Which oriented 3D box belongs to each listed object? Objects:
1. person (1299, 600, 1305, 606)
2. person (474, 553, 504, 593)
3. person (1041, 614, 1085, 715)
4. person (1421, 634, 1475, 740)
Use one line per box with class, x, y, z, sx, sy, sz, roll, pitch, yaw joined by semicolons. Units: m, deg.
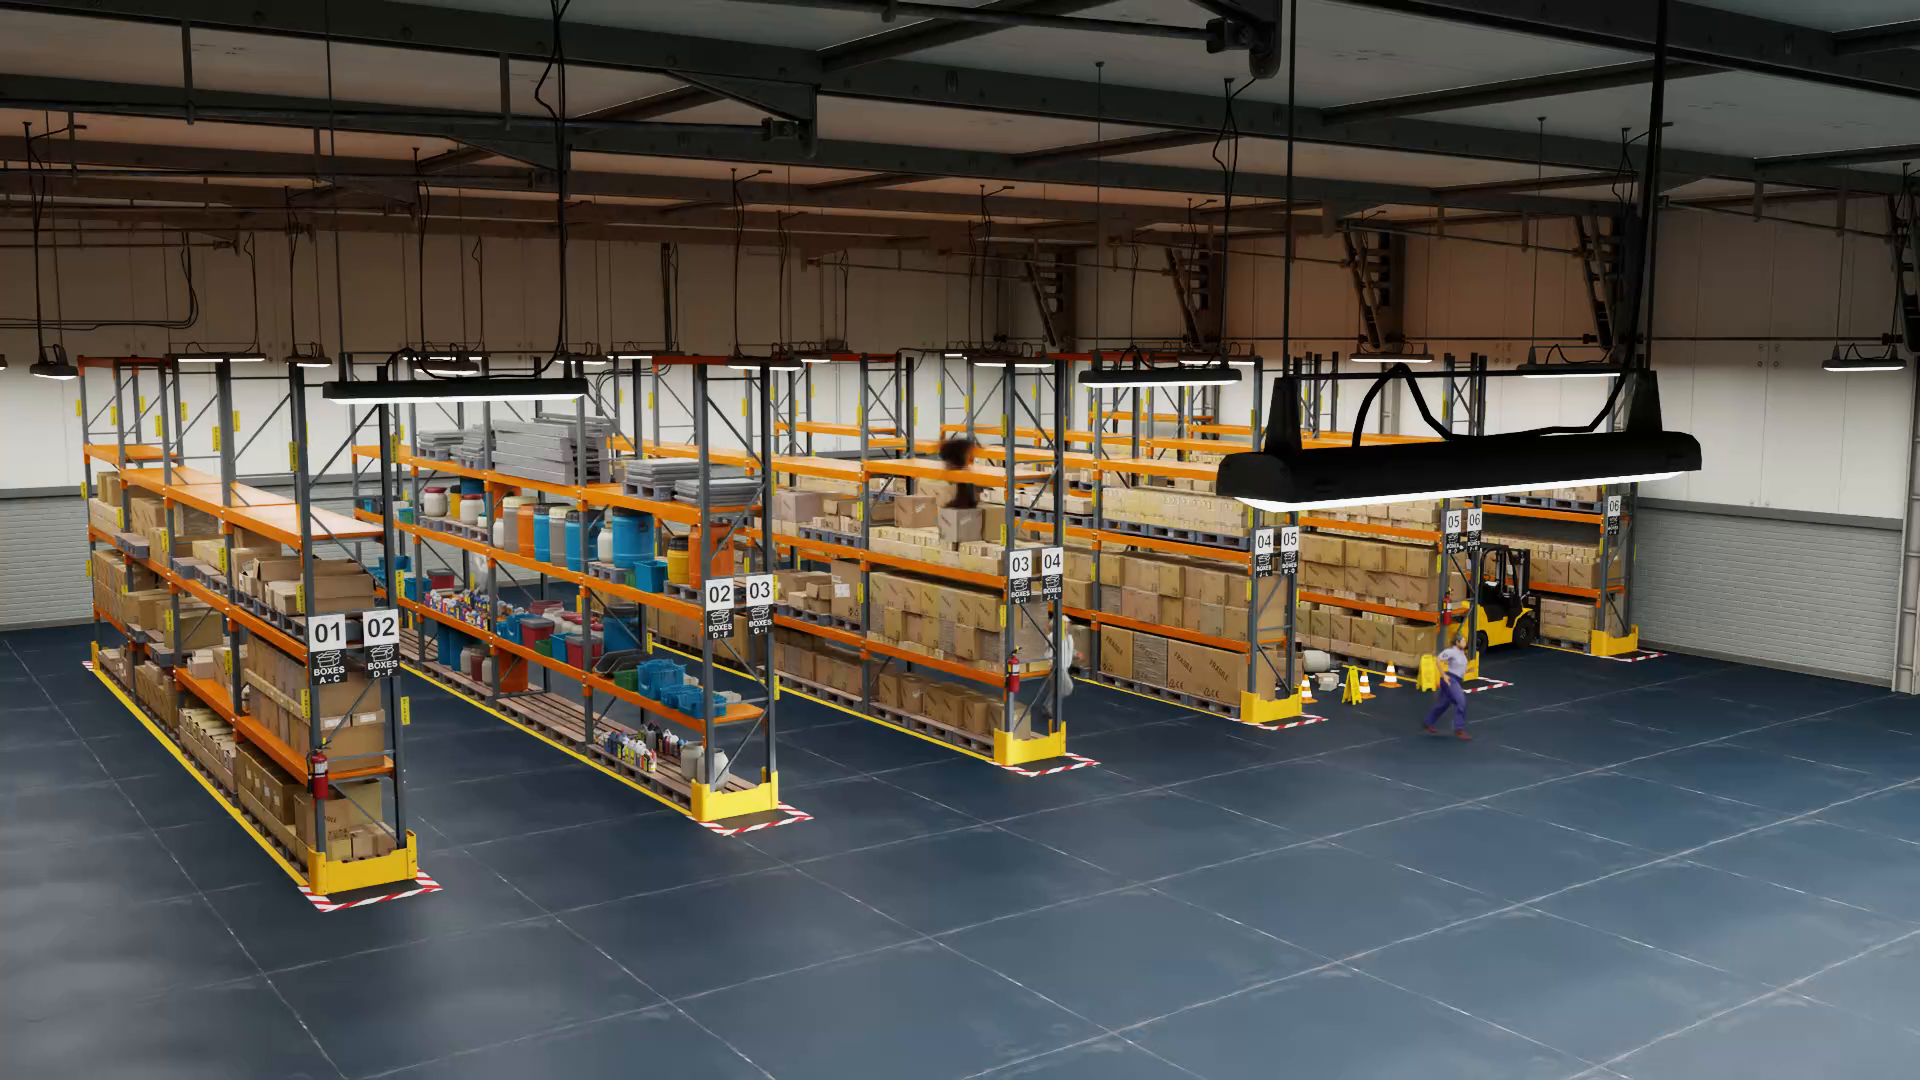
person;7.499;1.133;35.792;0.777;1.770;0.631;6;9;41
person;-11.012;0.815;38.613;0.830;1.746;0.596;-2;7;-20
person;1.701;2.099;27.801;0.751;1.734;0.639;4;8;32
person;7.813;2.309;26.483;0.821;1.568;0.715;4;8;29
